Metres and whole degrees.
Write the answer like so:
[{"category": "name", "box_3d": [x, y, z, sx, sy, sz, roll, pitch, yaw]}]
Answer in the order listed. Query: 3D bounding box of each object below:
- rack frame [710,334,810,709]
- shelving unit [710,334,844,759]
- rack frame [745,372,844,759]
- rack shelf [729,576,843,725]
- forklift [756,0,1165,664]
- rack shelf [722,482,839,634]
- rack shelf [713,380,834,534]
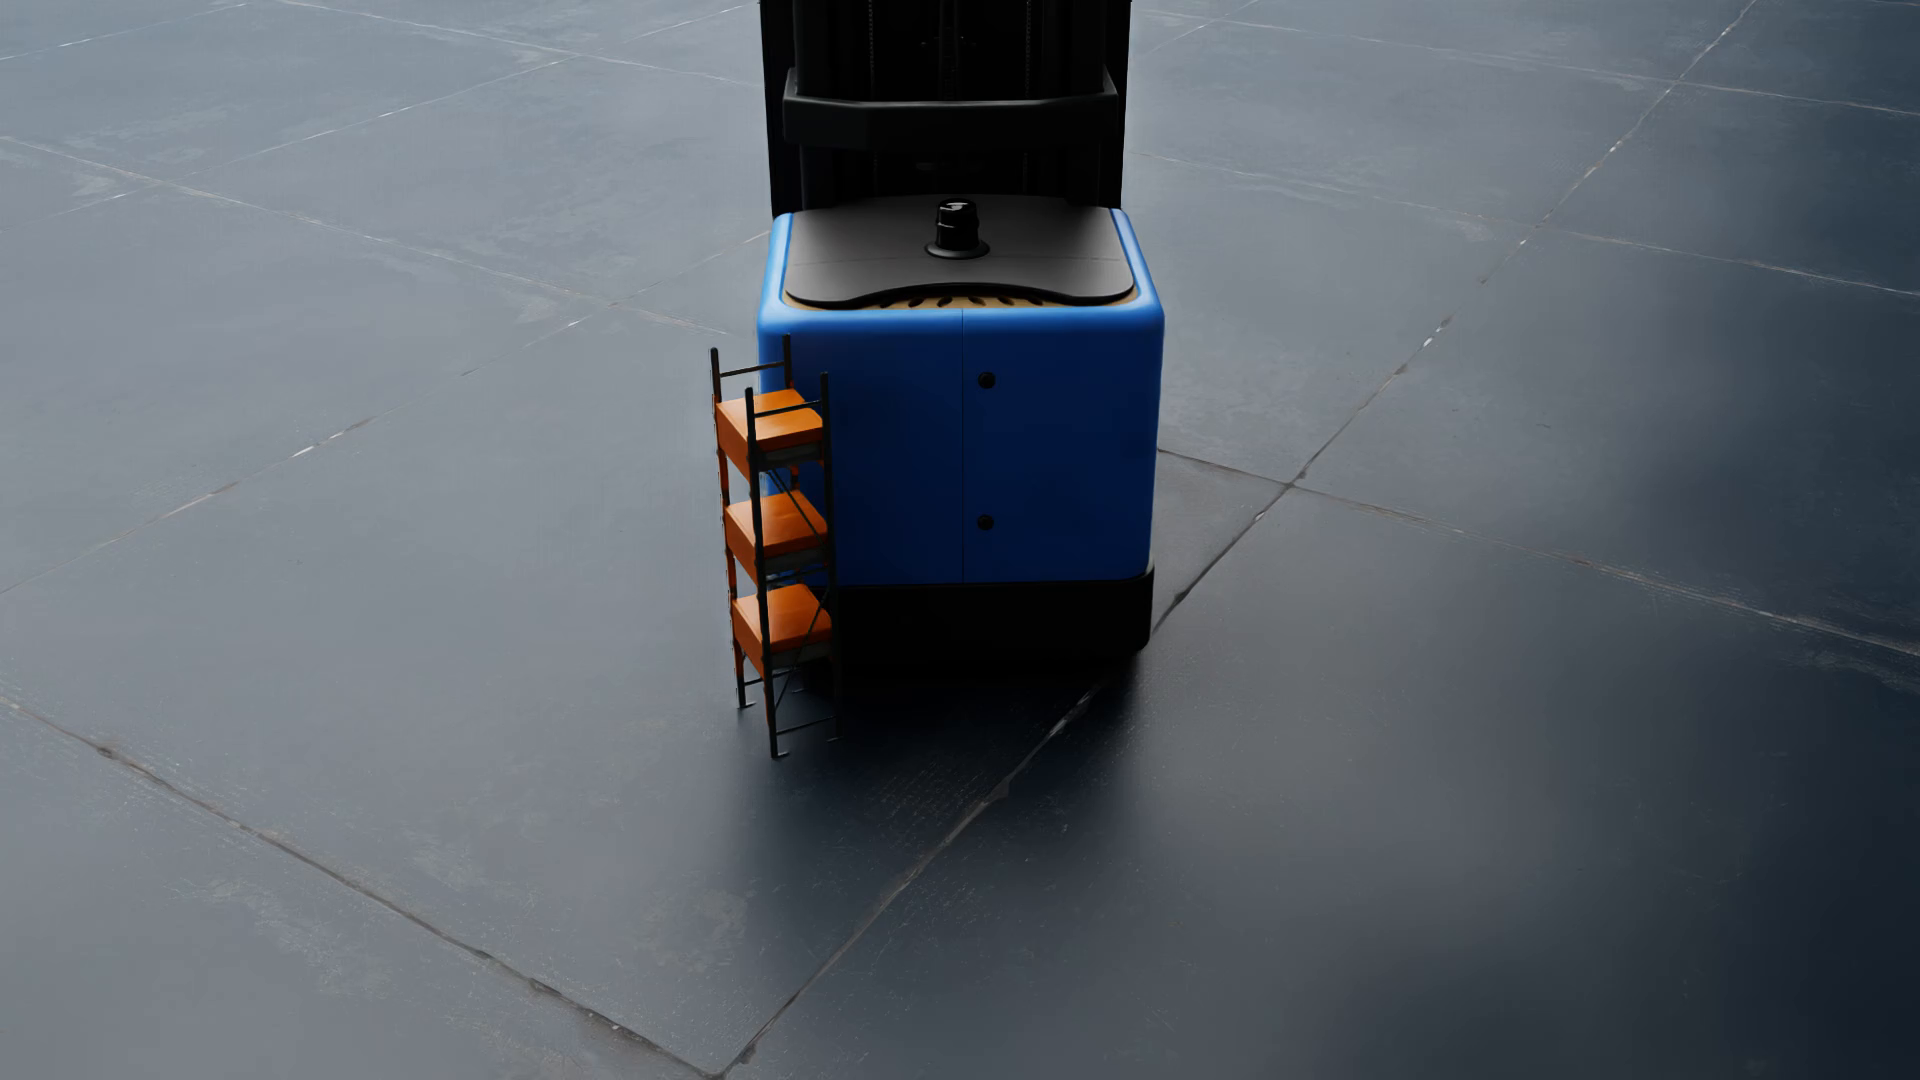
[{"category": "rack frame", "box_3d": [-0.502, -0.023, 4.246, 0.200, 1.050, 0.008, -14, 33, -22]}, {"category": "shelving unit", "box_3d": [-0.449, 0.033, 4.151, 0.215, 1.050, 0.252, -14, 33, -22]}, {"category": "rack frame", "box_3d": [-0.396, 0.089, 4.056, 0.200, 1.050, 0.008, -14, 33, -22]}, {"category": "rack shelf", "box_3d": [-0.449, 0.282, 4.297, 0.215, 0.259, 0.240, -14, 33, -22]}, {"category": "forklift", "box_3d": [-0.054, -1.637, 5.147, 1.130, 2.935, 3.031, -1, 30, -2]}, {"category": "rack shelf", "box_3d": [-0.449, 0.042, 4.156, 0.215, 0.259, 0.240, -14, 33, -22]}, {"category": "rack shelf", "box_3d": [-0.449, -0.203, 4.013, 0.215, 0.259, 0.240, -14, 33, -22]}]
